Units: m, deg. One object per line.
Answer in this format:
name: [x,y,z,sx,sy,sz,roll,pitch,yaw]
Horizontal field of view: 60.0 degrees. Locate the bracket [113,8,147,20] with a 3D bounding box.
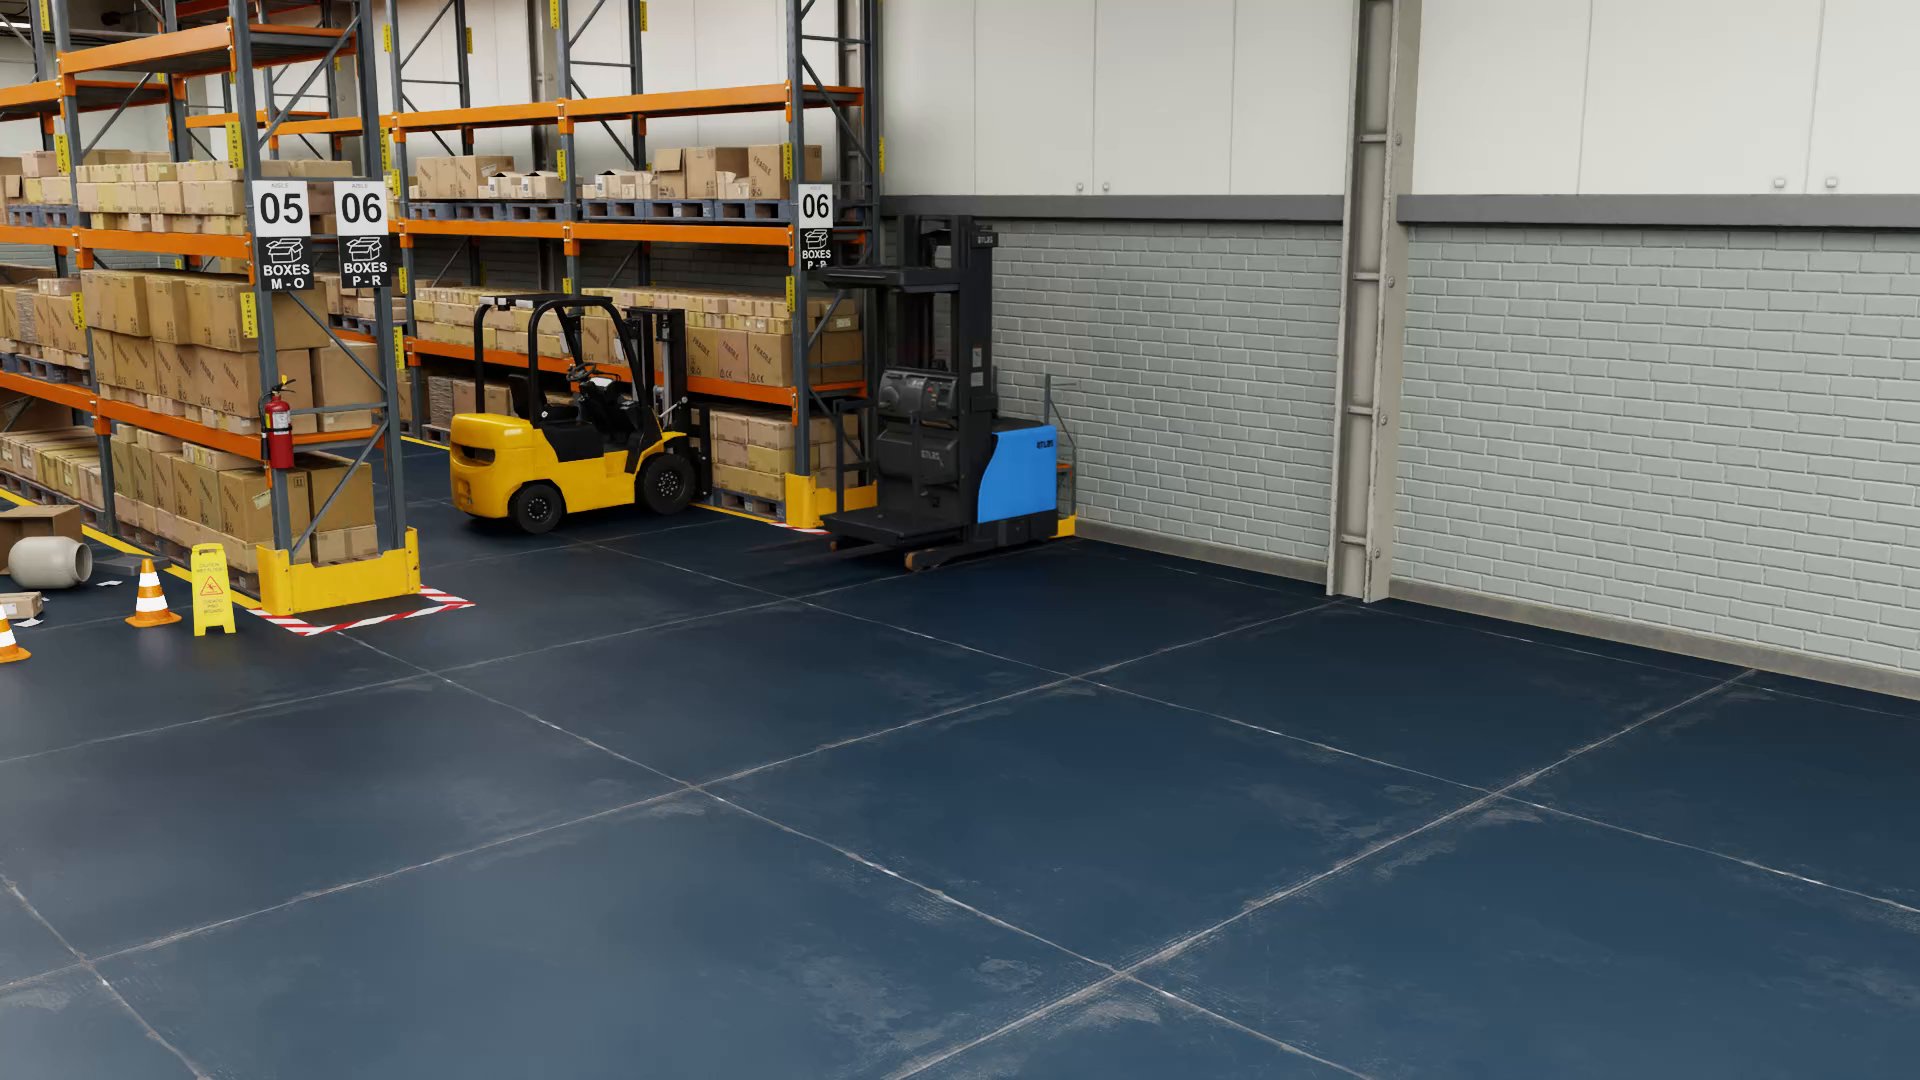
bracket: [-15.904,-9.655,30.894,0.076,0.066,5.218,-11,16,-43]

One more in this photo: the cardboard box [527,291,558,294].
cardboard box: [-5.041,-2.942,20.239,0.380,0.149,0.250,-11,16,-42]

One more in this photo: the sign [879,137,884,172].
sign: [-0.766,-3.693,15.948,0.100,0.325,0.005,-11,16,-43]

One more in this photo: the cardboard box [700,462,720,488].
cardboard box: [-2.400,-0.713,17.049,0.500,0.250,0.500,-11,16,-42]

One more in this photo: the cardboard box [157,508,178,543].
cardboard box: [-6.564,-0.154,14.339,0.500,0.250,0.500,-11,16,-43]

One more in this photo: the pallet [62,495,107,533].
pallet: [-8.060,-0.320,16.281,1.003,0.211,1.213,-11,16,-43]

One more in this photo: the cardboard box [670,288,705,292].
cardboard box: [-2.941,-2.666,18.163,0.380,0.149,0.250,-11,16,-44]

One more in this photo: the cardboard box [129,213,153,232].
cardboard box: [-6.657,-2.639,13.813,0.380,0.149,0.250,-11,16,-44]

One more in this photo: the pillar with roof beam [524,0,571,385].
pillar with roof beam: [-8.258,-5.122,17.812,9.100,9.000,0.400,-11,16,-43]

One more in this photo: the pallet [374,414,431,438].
pallet: [-7.184,-1.597,22.478,1.003,0.211,1.213,-11,16,-43]

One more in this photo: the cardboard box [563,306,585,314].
cardboard box: [-4.330,-2.650,18.825,0.380,0.149,0.250,-10,15,-41]

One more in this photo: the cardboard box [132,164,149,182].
cardboard box: [-6.601,-3.035,13.762,0.380,0.149,0.250,-11,16,-43]

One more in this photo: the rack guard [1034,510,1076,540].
rack guard: [0.885,-0.155,15.274,0.087,0.250,0.587,10,12,40]

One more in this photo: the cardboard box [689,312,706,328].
cardboard box: [-2.517,-2.243,16.848,0.380,0.149,0.250,-11,16,-42]

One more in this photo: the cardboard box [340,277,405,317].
cardboard box: [-7.957,-3.317,22.621,0.637,0.503,0.797,11,16,44]

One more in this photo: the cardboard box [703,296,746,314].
cardboard box: [-2.343,-2.352,16.638,0.380,0.149,0.250,-10,16,-41]

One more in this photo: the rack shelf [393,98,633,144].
rack shelf: [-5.315,-4.947,19.733,1.077,0.370,4.000,-11,16,-43]

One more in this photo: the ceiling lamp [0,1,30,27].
ceiling lamp: [-15.756,-9.880,26.439,2.000,3.185,0.800,-11,16,-43]

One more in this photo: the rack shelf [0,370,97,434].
rack shelf: [-8.902,-1.512,16.938,1.077,0.370,4.000,-11,16,-43]

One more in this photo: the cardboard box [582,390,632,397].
cardboard box: [-3.827,-1.499,18.388,0.500,0.250,0.500,-11,16,-43]

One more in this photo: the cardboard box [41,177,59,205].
cardboard box: [-8.375,-3.314,15.797,0.500,0.250,0.500,-11,16,-42]

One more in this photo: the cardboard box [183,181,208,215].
cardboard box: [-5.644,-2.643,12.845,0.500,0.250,0.500,-11,16,-43]

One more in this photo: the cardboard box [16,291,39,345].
cardboard box: [-9.064,-2.233,16.629,0.500,0.500,0.500,11,16,43]

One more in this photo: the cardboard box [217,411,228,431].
cardboard box: [-5.589,-0.952,13.062,0.380,0.149,0.250,-11,16,-44]

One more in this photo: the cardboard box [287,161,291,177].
cardboard box: [-5.042,-2.840,12.815,0.380,0.149,0.250,-11,16,-43]

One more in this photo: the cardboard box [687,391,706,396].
cardboard box: [-3.093,-1.497,18.377,0.500,0.250,0.500,-11,16,-43]

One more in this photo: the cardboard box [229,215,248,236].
cardboard box: [-5.208,-2.348,12.402,0.380,0.149,0.250,-11,16,-42]

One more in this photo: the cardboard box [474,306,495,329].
cardboard box: [-5.502,-2.698,20.045,0.500,0.250,0.500,-11,16,-42]

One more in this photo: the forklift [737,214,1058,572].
forklift: [-0.518,-1.286,14.231,3.031,2.935,1.130,-11,16,-43]

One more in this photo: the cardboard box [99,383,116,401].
cardboard box: [-7.536,-1.359,15.034,0.380,0.149,0.250,-11,16,-43]

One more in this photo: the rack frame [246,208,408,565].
rack frame: [-4.759,-0.989,12.616,1.000,3.000,0.127,-11,16,-43]

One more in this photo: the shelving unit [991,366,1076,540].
shelving unit: [0.530,-0.836,15.496,1.083,1.500,0.587,10,12,40]

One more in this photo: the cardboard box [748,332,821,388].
cardboard box: [-1.701,-1.765,16.137,0.500,0.500,0.500,-11,16,-44]

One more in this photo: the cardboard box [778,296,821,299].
cardboard box: [-1.598,-2.352,16.638,0.380,0.149,0.250,-10,16,-41]

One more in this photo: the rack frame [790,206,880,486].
rack frame: [-1.172,-1.681,15.976,1.000,3.000,0.127,-11,16,-43]

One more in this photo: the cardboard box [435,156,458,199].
cardboard box: [-5.951,-4.422,20.310,0.700,0.500,0.500,-11,16,-44]

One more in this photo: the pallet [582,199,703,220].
pallet: [-3.326,-3.570,17.929,1.003,0.211,1.213,-11,16,-43]

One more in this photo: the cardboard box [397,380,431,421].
cardboard box: [-7.144,-1.862,22.007,0.500,0.500,0.500,-10,15,-41]

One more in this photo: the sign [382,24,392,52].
sign: [-7.082,-6.206,20.561,0.100,0.325,0.005,-11,16,-43]

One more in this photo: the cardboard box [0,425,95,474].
cardboard box: [-9.901,-0.991,18.098,0.625,0.372,0.950,10,16,41]

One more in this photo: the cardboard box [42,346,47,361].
cardboard box: [-8.770,-1.843,16.342,0.380,0.149,0.250,-11,16,-43]

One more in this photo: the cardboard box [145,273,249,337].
cardboard box: [-6.284,-1.944,13.791,0.700,0.500,0.500,-11,16,-43]

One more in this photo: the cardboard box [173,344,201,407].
cardboard box: [-6.019,-1.371,13.488,0.500,0.500,0.500,-11,16,-43]

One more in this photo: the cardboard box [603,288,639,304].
cardboard box: [-3.670,-2.666,18.165,0.380,0.149,0.250,-11,16,-42]

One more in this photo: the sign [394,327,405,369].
sign: [-4.367,-1.488,12.895,0.100,0.325,0.005,-11,16,-43]

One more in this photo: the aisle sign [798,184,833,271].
aisle sign: [-1.339,-2.904,15.468,0.394,0.787,0.004,-11,16,-43]

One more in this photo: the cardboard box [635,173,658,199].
cardboard box: [-3.129,-3.664,17.211,0.258,0.266,0.396,11,16,44]

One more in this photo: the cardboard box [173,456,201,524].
cardboard box: [-6.207,-0.446,13.896,0.500,0.500,0.500,11,16,44]

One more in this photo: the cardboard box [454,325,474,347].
cardboard box: [-5.862,-2.528,20.458,0.500,0.250,0.500,11,16,43]

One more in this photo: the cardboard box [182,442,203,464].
cardboard box: [-6.155,-0.733,13.683,0.380,0.149,0.250,-10,15,-40]

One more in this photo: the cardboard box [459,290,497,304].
cardboard box: [-5.923,-2.986,20.455,0.380,0.149,0.250,-11,16,-42]

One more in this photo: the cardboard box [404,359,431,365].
cardboard box: [-7.561,-2.419,23.103,0.380,0.149,0.250,-11,16,-44]

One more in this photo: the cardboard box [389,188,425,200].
cardboard box: [-7.115,-4.458,21.403,0.380,0.149,0.250,-10,16,-41]
